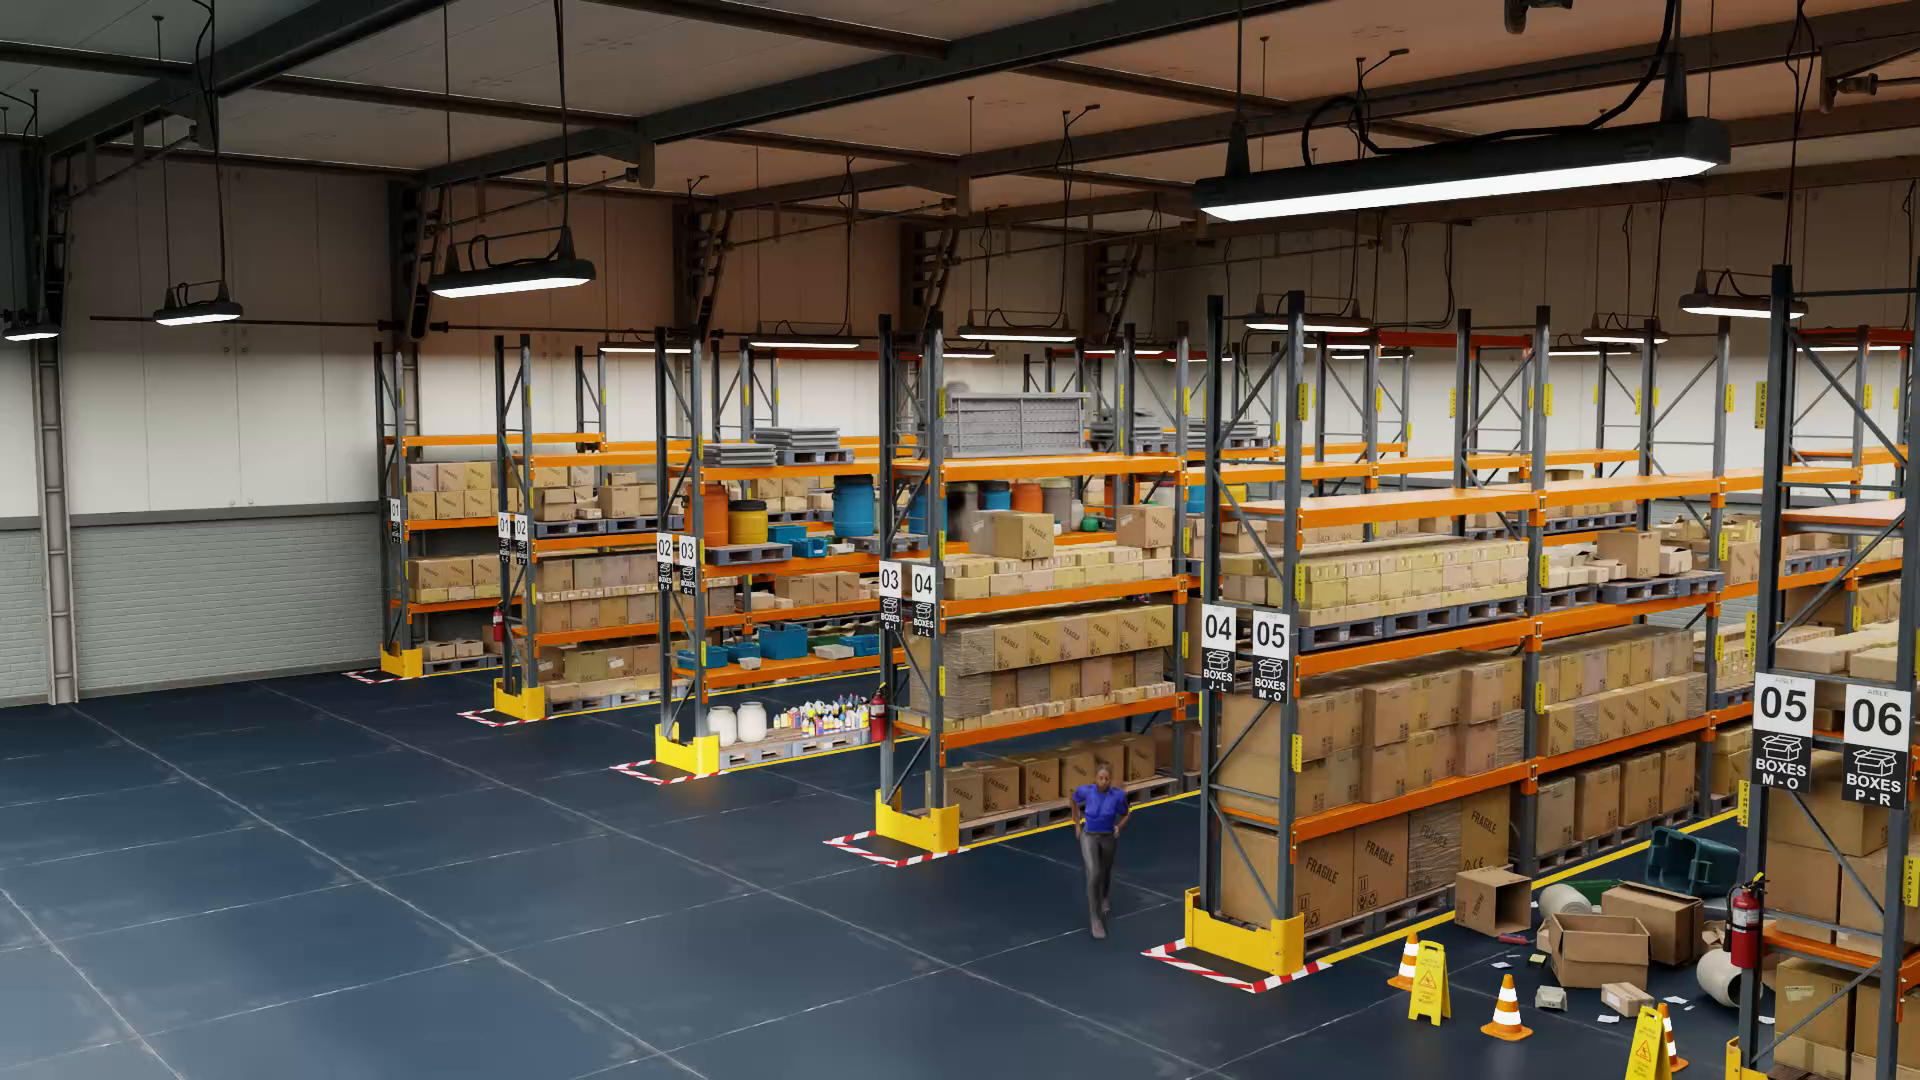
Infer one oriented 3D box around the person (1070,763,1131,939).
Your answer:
[{"bbox_3d":[1.344,2.917,16.018,0.571,1.652,0.891,0,5,-2],"label":"person"}]
